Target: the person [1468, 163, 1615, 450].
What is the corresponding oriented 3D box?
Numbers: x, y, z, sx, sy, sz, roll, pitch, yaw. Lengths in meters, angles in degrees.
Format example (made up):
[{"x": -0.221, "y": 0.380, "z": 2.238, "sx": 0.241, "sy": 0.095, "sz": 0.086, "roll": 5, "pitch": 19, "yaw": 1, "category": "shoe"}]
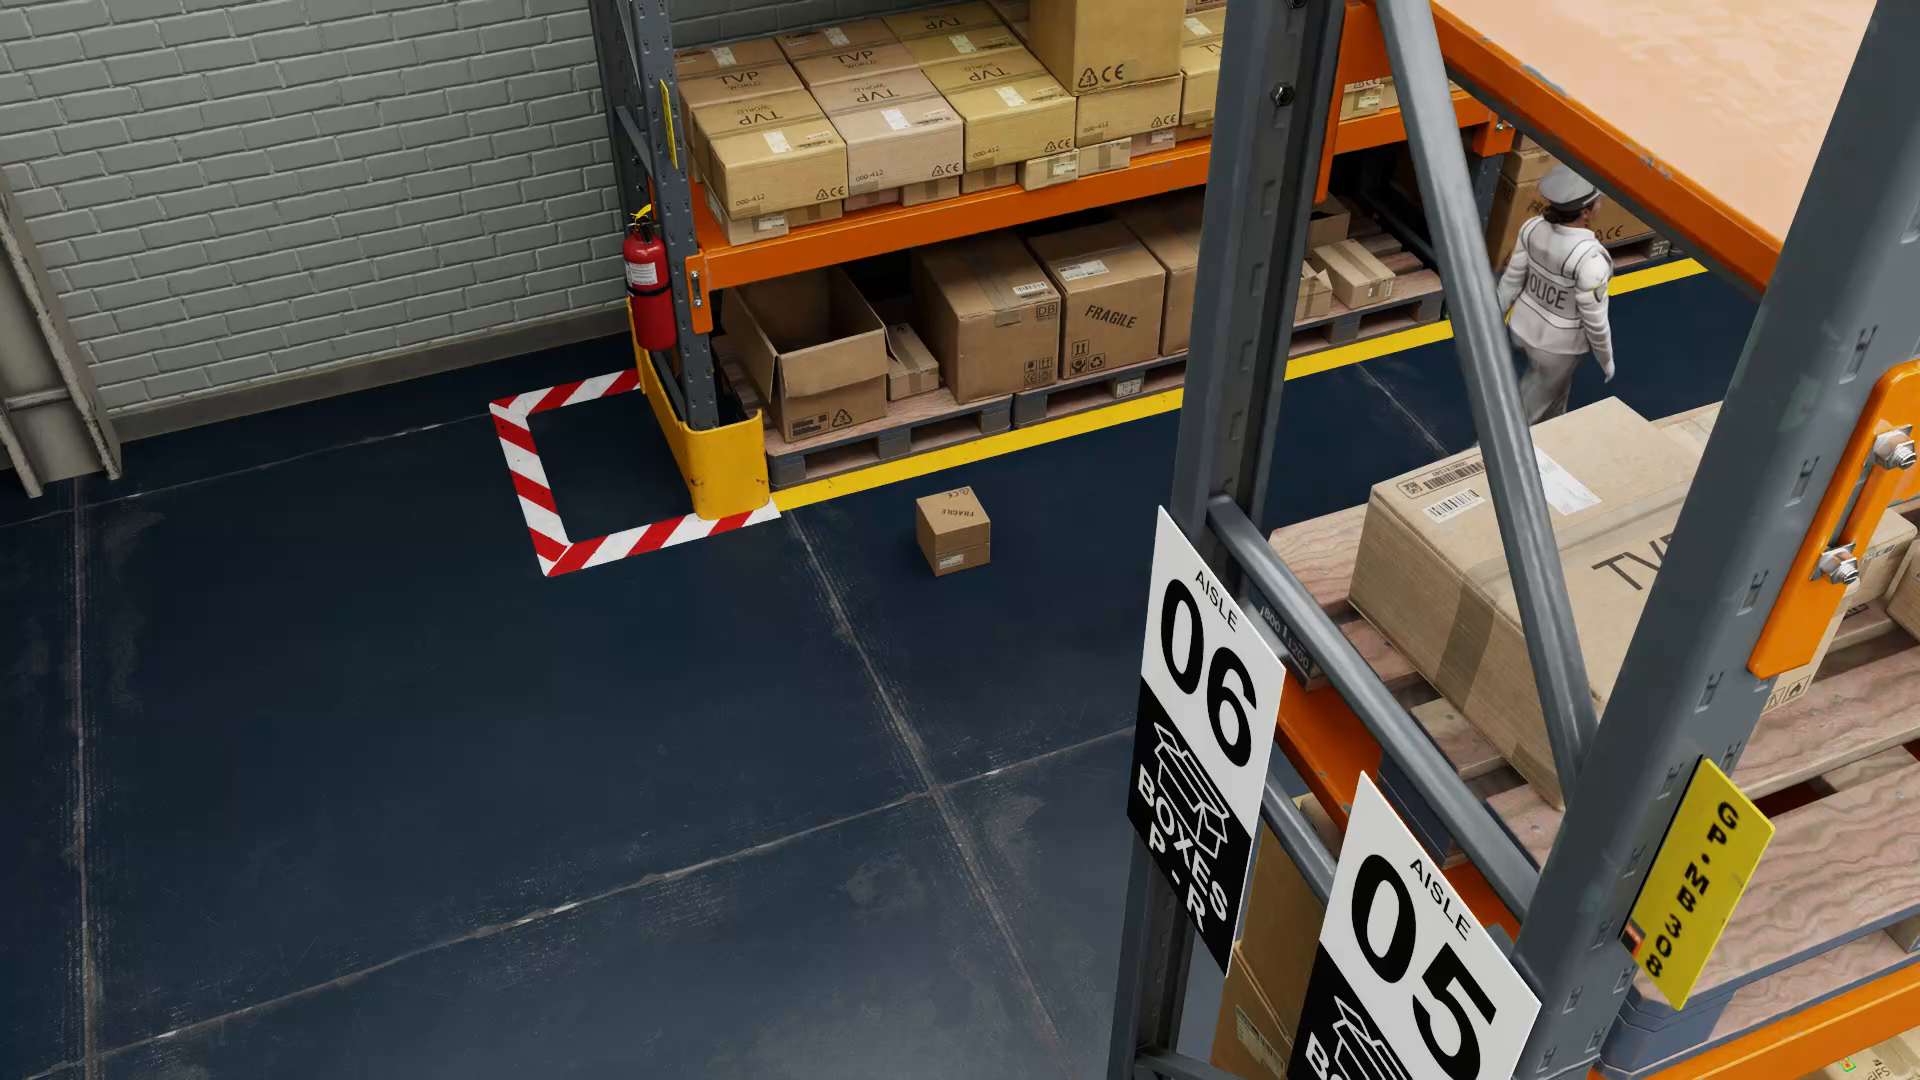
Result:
[{"x": 2.535, "y": -0.875, "z": 7.110, "sx": 1.008, "sy": 1.637, "sz": 0.515, "roll": -14, "pitch": 44, "yaw": -16, "category": "person"}]
